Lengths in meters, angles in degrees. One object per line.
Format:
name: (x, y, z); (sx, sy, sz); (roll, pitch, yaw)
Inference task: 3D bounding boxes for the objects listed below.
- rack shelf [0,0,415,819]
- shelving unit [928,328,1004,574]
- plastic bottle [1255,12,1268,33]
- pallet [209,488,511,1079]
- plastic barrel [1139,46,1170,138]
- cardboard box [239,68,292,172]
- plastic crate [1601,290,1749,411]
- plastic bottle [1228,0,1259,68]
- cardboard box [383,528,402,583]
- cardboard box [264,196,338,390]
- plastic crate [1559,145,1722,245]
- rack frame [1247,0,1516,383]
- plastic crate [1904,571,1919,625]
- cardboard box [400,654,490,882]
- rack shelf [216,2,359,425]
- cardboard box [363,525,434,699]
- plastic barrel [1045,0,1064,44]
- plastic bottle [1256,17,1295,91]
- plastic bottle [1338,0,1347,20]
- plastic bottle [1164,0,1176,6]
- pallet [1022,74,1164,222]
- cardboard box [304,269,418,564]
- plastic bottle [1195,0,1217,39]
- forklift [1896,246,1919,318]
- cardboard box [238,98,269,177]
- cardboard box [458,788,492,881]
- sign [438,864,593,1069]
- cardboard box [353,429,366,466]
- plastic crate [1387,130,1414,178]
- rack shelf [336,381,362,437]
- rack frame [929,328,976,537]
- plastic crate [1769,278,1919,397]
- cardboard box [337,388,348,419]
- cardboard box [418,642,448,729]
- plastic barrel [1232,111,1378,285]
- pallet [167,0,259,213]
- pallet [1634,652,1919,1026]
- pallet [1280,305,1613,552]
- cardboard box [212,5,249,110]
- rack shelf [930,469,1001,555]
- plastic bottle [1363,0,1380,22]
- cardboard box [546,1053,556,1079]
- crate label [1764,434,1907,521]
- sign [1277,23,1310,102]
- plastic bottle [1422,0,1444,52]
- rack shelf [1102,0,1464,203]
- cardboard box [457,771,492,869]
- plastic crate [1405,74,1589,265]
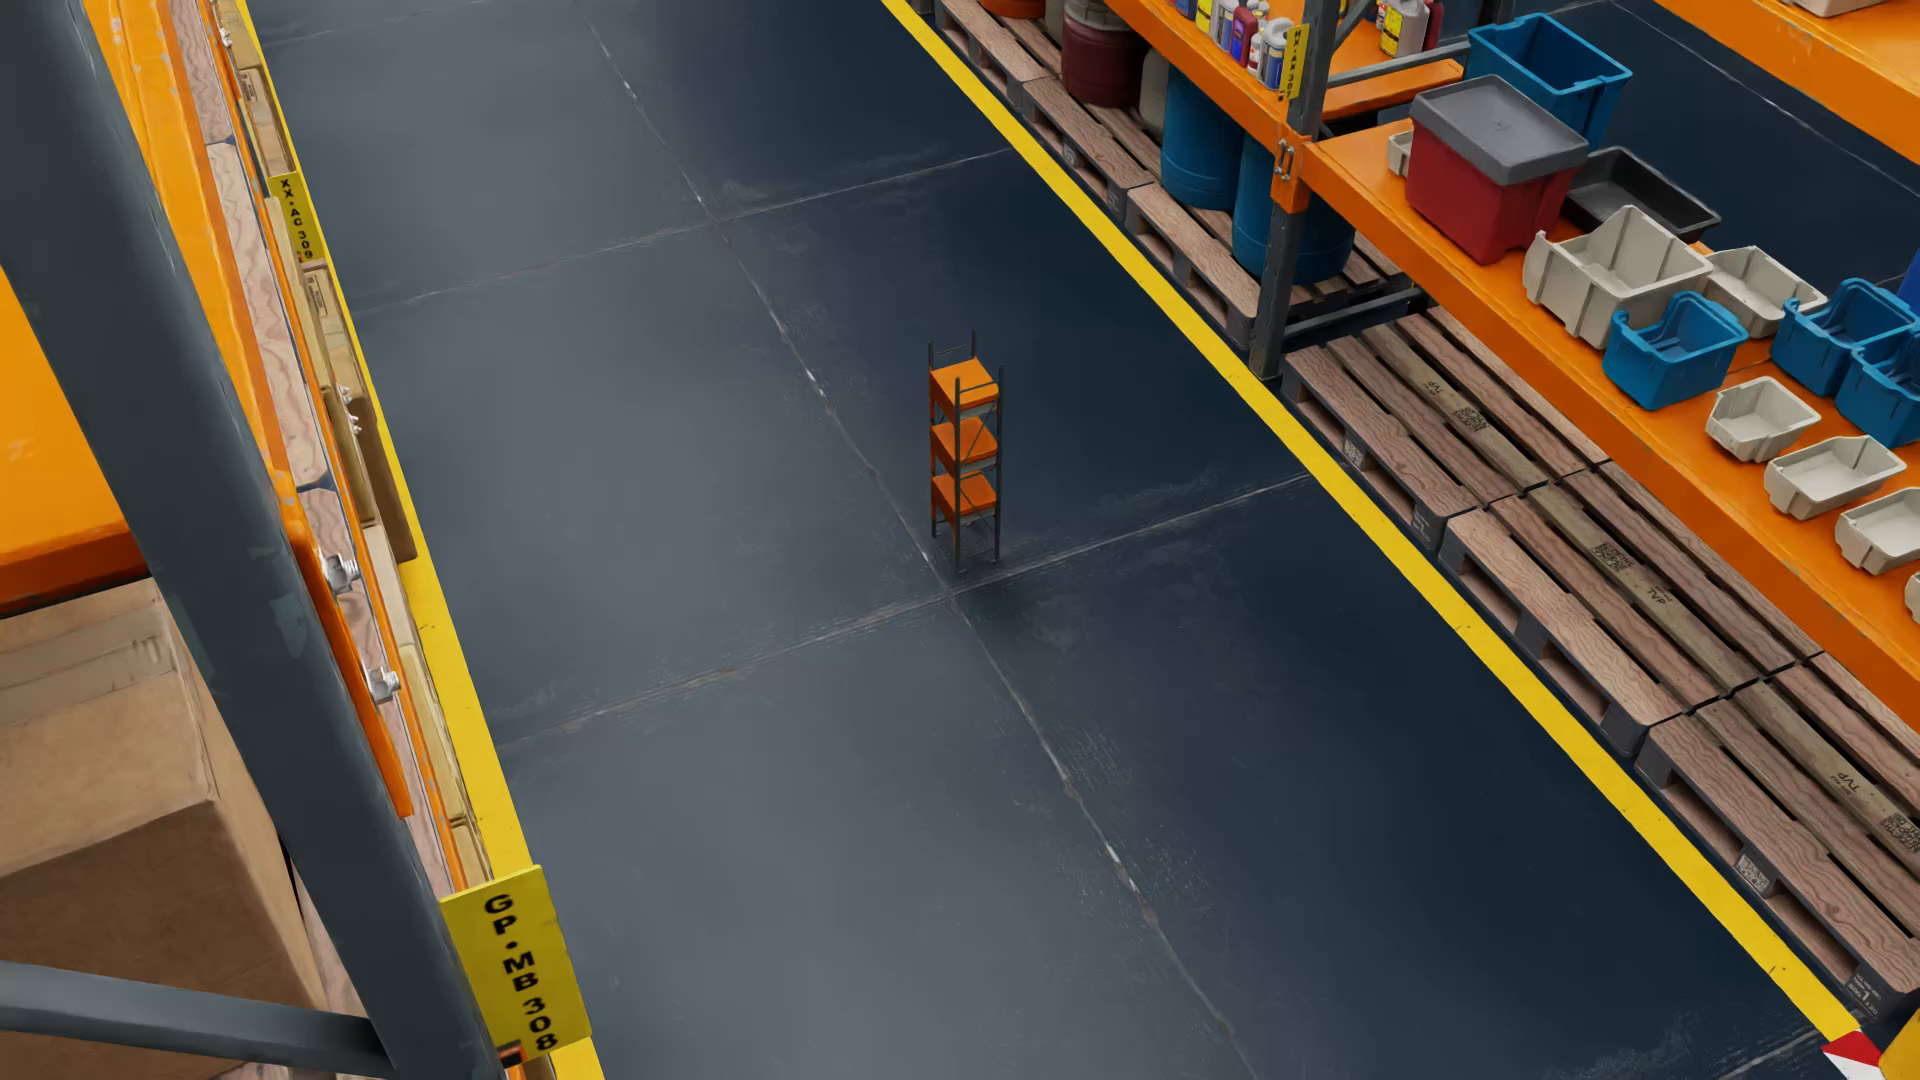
rack shelf: (-1.800, -0.998, 2.520); (1.077, 0.370, 4.000); (-18, 47, -17)
shelving unit: (0.022, -0.340, 6.716); (0.215, 1.050, 0.252); (-18, 47, -17)
plastic bottle: (1.320, -2.252, 7.407); (0.097, 0.201, 0.097); (0, 45, 0)
pallet: (-1.280, 0.508, 2.396); (1.003, 0.211, 1.213); (-18, 47, -17)
plastic barrel: (1.186, -2.451, 8.940); (0.421, 0.512, 0.421); (0, 45, 0)
cardboard box: (-3.684, -1.461, 7.678); (1.225, 0.875, 0.875); (-18, 47, -17)
plastic crate: (2.439, -0.644, 5.712); (0.416, 0.233, 0.300); (-18, 47, -17)
plastic bottle: (1.255, -2.246, 7.343); (0.061, 0.283, 0.133); (-18, 47, -17)
cardboard box: (-1.891, 0.143, 5.017); (0.380, 0.149, 0.250); (-17, 47, -17)
cardboard box: (-2.205, -0.641, 4.994); (0.500, 0.500, 0.500); (-17, 47, -16)
plastic crate: (2.567, -1.288, 6.441); (0.437, 0.125, 0.590); (-18, 47, -17)
rack frame: (1.853, -1.998, 7.008); (1.000, 3.000, 0.127); (-18, 47, -17)
plastic crate: (3.028, 0.157, 4.969); (0.396, 0.136, 0.243); (-18, 47, -17)
cardboard box: (-1.349, 0.662, 3.674); (0.500, 0.500, 0.500); (-19, 48, -18)
rack shelf: (-3.482, -1.554, 7.070); (1.077, 0.370, 4.000); (-18, 47, -17)
cardboard box: (-1.782, 0.270, 4.604); (0.500, 0.250, 0.500); (-17, 47, -17)
plastic barrel: (0.711, -3.171, 9.669); (0.421, 0.512, 0.421); (0, 45, 0)
plastic bottle: (1.394, -2.110, 7.210); (0.152, 0.276, 0.135); (-18, 47, -17)
plastic bottle: (1.745, -2.519, 7.678); (0.097, 0.201, 0.097); (0, 45, 0)
plastic bottle: (1.028, -2.664, 7.771); (0.152, 0.276, 0.135); (-18, 47, -17)
pallet: (1.050, -2.288, 9.288); (1.003, 0.211, 1.213); (-18, 47, -17)
cardboard box: (-2.928, -0.331, 6.532); (1.225, 0.875, 0.875); (-18, 47, -17)
plastic bottle: (1.170, -2.470, 7.521); (0.144, 0.351, 0.185); (-18, 47, -17)
forklift: (5.558, -1.350, 6.400); (3.031, 2.935, 1.130); (-3, 45, -3)
cardboard box: (-2.820, -1.258, 6.187); (0.500, 0.500, 0.500); (-18, 47, -17)
cardboard box: (-1.348, 0.925, 3.941); (0.500, 0.250, 0.500); (-20, 48, -19)
sign: (-0.453, 0.446, 1.716); (0.100, 0.325, 0.005); (-18, 47, -17)
cardboard box: (-2.107, -0.184, 5.349); (0.380, 0.149, 0.250); (-17, 47, -17)
plastic crate: (1.919, -1.587, 6.736); (0.396, 0.136, 0.243); (-18, 47, -17)
rack shelf: (-1.800, 0.995, 4.487); (1.077, 0.370, 4.000); (-18, 47, -17)
rack frame: (-0.029, -0.417, 6.794); (0.200, 1.050, 0.008); (-18, 47, -17)
plastic crate: (3.050, -0.696, 5.765); (0.416, 0.233, 0.300); (-18, 47, -17)
cardboard box: (-2.217, -0.384, 5.267); (0.500, 0.250, 0.500); (-19, 48, -18)
cardboard box: (-1.675, 0.470, 4.685); (0.380, 0.149, 0.250); (-19, 48, -18)
plastic barrel: (1.640, -1.752, 7.954); (0.600, 0.901, 0.708); (-18, 47, -17)
pallet: (-2.306, -1.047, 3.972); (1.003, 0.211, 1.213); (-18, 47, -17)
pallet: (3.223, 1.006, 5.949); (1.003, 0.211, 1.213); (-18, 47, -17)
pallet: (2.197, -0.548, 7.524); (1.003, 0.211, 1.213); (-18, 47, -17)
cardboard box: (-3.252, -1.905, 6.843); (0.500, 0.500, 0.500); (-17, 47, -17)
rack shelf: (0.022, -0.134, 6.918); (0.215, 0.259, 0.240); (-18, 47, -17)
plastic bottle: (1.924, -2.527, 7.636); (0.097, 0.271, 0.097); (0, 45, 0)
cardboard box: (-1.137, 1.287, 3.857); (0.380, 0.149, 0.250); (-19, 48, -18)
crate label: (2.780, -0.202, 5.333); (0.396, 0.136, 0.243); (-18, 47, -17)
sign: (1.353, -1.935, 6.748); (0.100, 0.325, 0.005); (-18, 47, -17)
plastic bottle: (2.086, -2.316, 7.414); (0.061, 0.283, 0.133); (-18, 47, -17)
rack shelf: (1.012, -3.017, 8.553); (1.077, 0.370, 4.000); (-18, 47, -17)
cardboard box: (-1.457, 0.800, 4.352); (0.380, 0.149, 0.250); (-19, 48, -18)
plastic crate: (2.001, -1.399, 6.313); (0.402, 0.464, 0.583); (-18, 47, -17)
